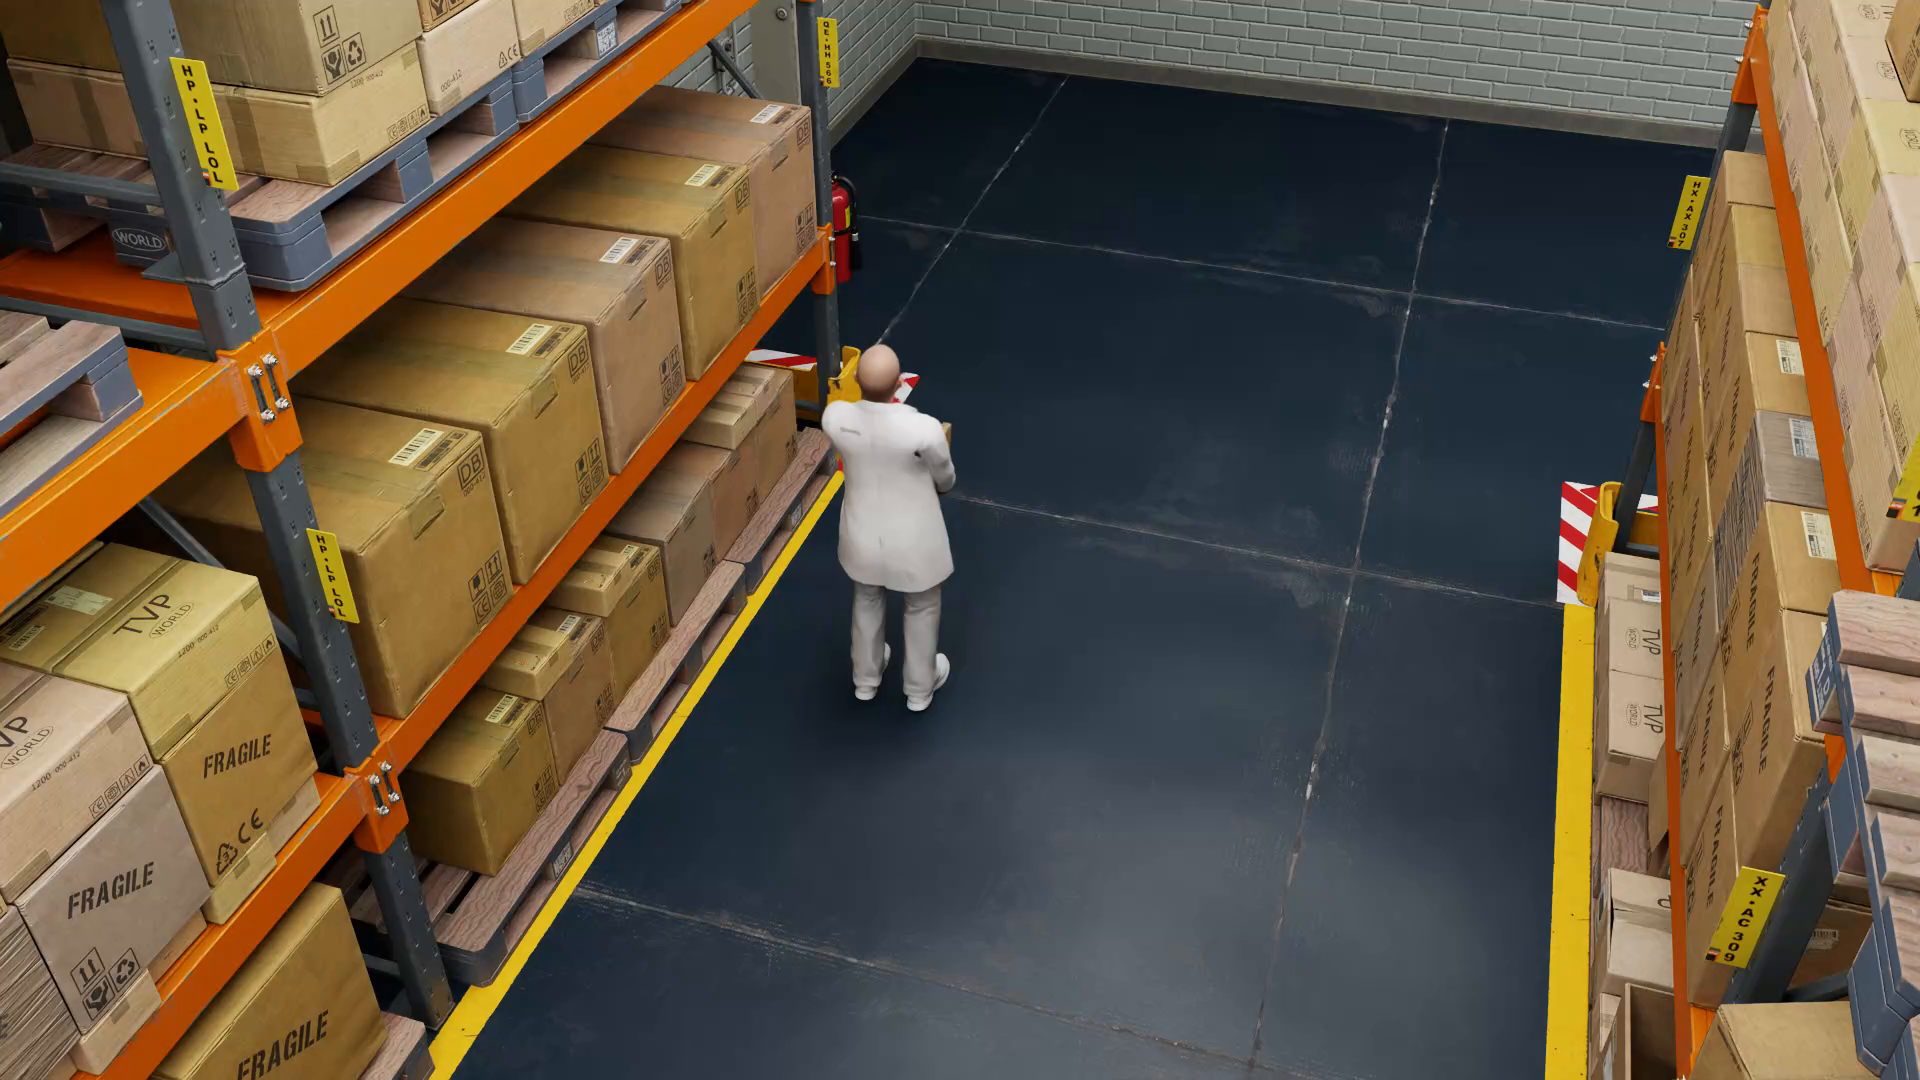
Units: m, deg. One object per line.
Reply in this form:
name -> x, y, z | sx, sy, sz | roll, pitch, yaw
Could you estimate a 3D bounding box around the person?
person -> -0.257, -0.111, 7.060 | 0.527, 1.776, 0.545 | 11, 38, 14
